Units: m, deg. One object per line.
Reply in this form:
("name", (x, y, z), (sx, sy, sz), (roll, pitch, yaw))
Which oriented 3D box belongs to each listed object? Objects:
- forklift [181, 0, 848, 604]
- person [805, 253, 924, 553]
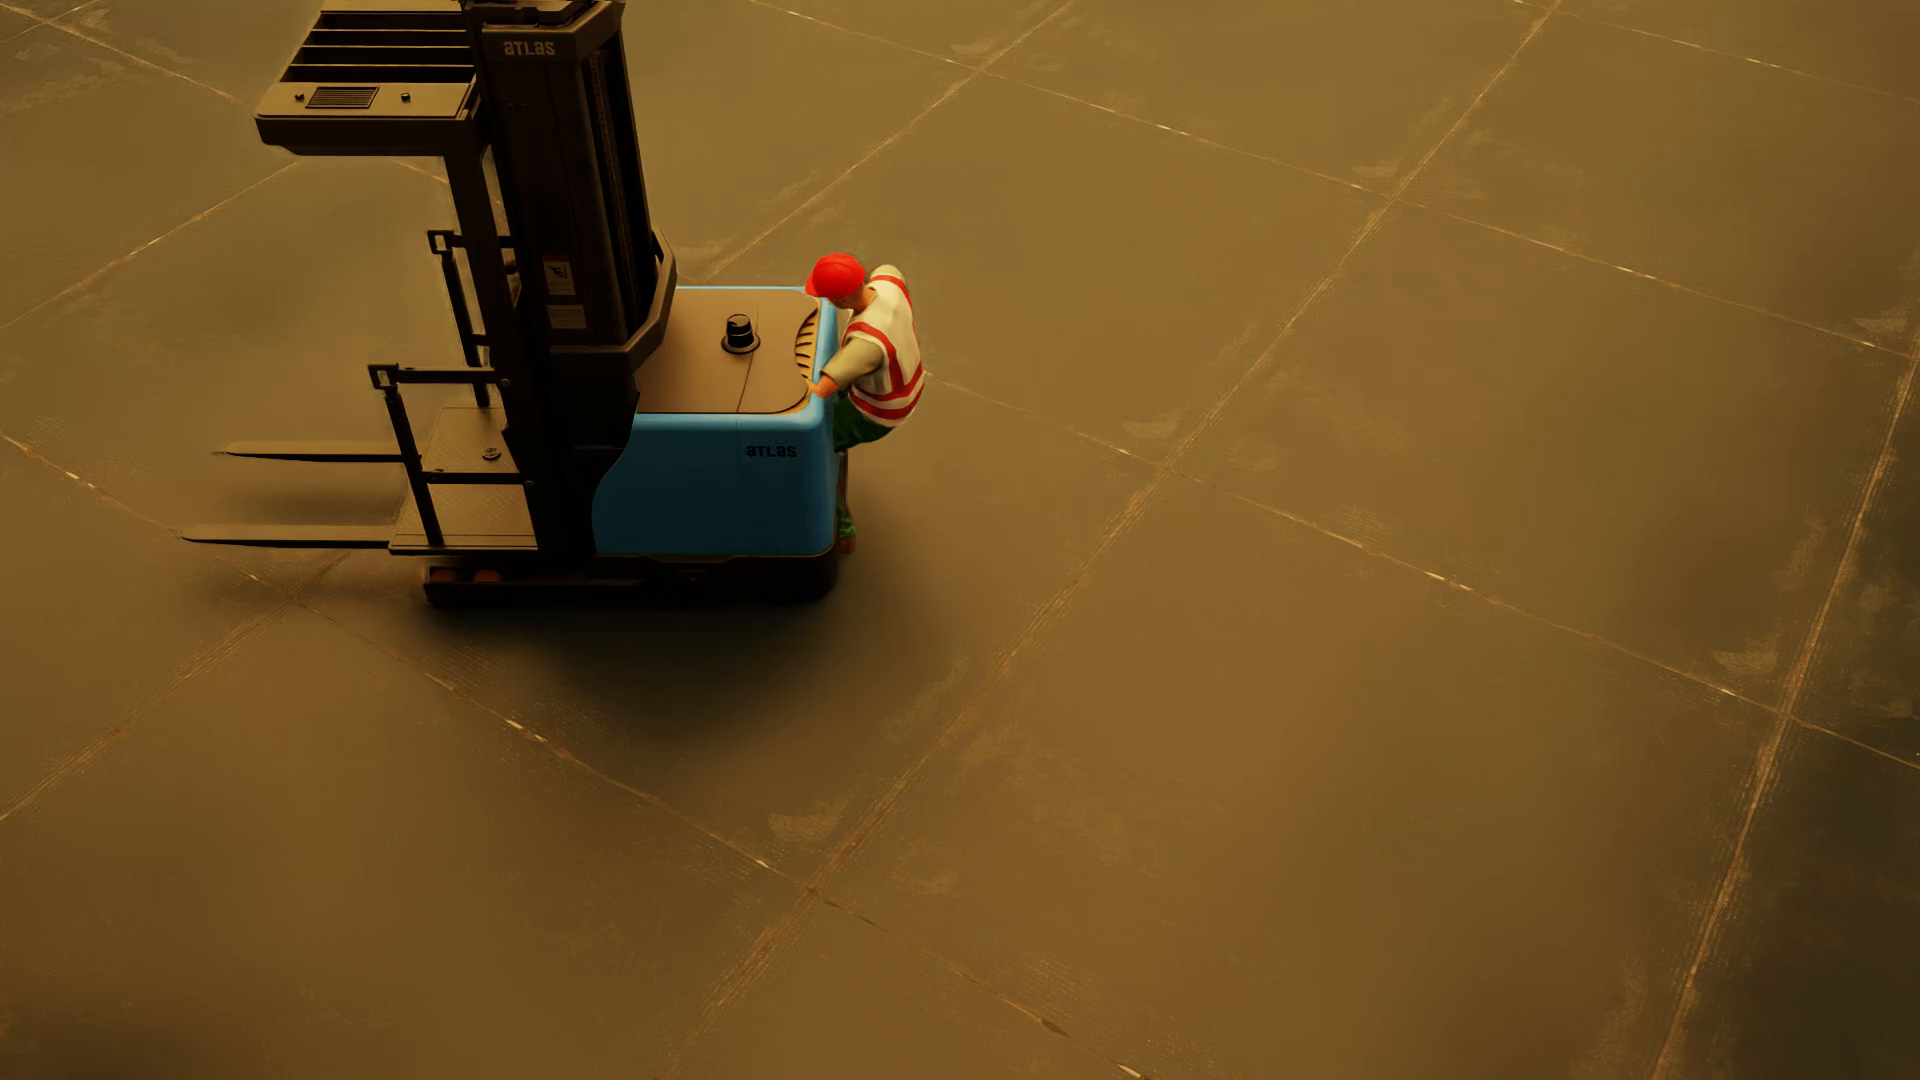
("forklift", (-2.076, -1.132, 7.043), (3.031, 2.935, 1.130), (0, 43, 0))
("person", (-0.620, -0.731, 7.651), (0.890, 1.559, 0.954), (14, 45, 14))
